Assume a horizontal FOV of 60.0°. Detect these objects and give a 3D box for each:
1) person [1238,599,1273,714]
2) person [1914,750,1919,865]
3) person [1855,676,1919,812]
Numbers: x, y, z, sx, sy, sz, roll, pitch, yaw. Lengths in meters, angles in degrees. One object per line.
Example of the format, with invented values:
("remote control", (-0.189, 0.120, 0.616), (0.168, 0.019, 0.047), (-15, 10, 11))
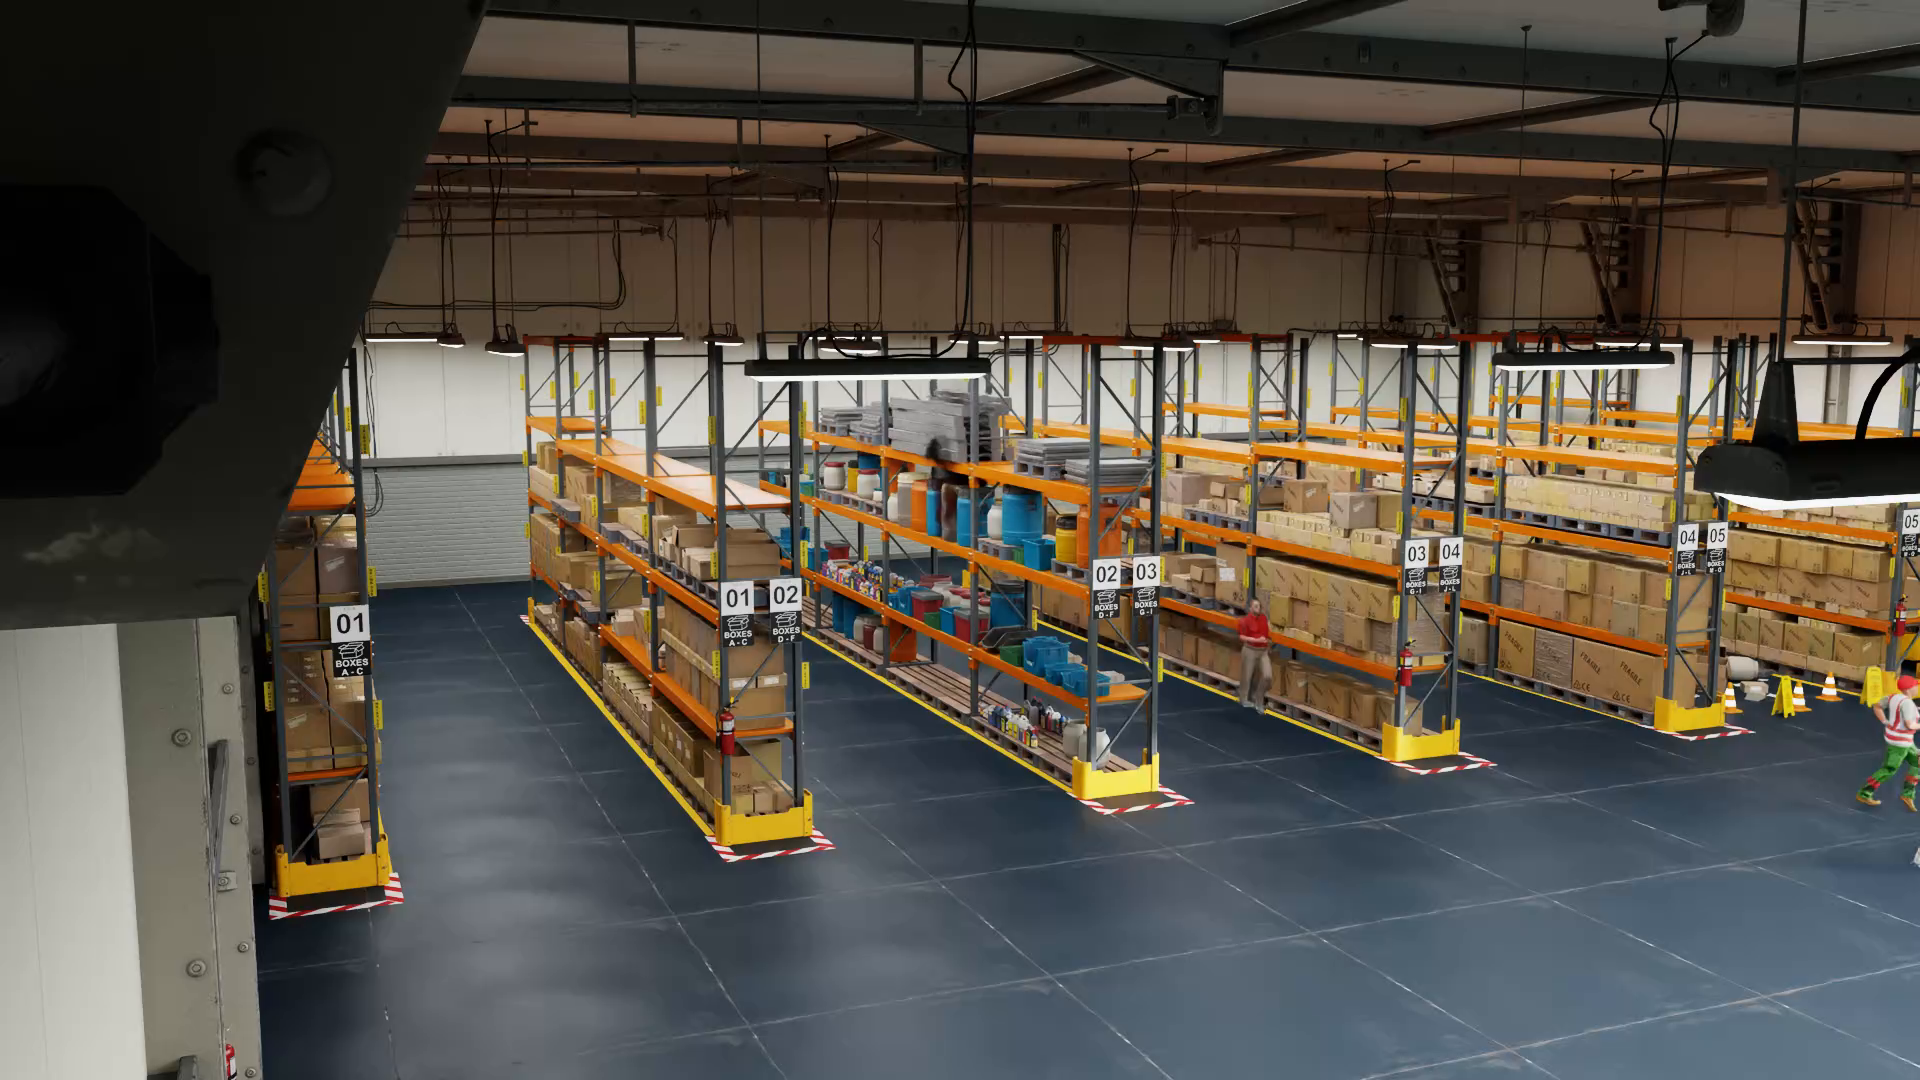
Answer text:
("person", (4.584, 1.812, 25.681), (0.640, 1.803, 0.692), (-3, 8, -23))
("person", (11.398, 2.928, 19.103), (0.720, 1.802, 0.653), (1, 8, 8))
("person", (12.004, 2.632, 21.333), (0.822, 1.822, 0.631), (3, 8, 20))
